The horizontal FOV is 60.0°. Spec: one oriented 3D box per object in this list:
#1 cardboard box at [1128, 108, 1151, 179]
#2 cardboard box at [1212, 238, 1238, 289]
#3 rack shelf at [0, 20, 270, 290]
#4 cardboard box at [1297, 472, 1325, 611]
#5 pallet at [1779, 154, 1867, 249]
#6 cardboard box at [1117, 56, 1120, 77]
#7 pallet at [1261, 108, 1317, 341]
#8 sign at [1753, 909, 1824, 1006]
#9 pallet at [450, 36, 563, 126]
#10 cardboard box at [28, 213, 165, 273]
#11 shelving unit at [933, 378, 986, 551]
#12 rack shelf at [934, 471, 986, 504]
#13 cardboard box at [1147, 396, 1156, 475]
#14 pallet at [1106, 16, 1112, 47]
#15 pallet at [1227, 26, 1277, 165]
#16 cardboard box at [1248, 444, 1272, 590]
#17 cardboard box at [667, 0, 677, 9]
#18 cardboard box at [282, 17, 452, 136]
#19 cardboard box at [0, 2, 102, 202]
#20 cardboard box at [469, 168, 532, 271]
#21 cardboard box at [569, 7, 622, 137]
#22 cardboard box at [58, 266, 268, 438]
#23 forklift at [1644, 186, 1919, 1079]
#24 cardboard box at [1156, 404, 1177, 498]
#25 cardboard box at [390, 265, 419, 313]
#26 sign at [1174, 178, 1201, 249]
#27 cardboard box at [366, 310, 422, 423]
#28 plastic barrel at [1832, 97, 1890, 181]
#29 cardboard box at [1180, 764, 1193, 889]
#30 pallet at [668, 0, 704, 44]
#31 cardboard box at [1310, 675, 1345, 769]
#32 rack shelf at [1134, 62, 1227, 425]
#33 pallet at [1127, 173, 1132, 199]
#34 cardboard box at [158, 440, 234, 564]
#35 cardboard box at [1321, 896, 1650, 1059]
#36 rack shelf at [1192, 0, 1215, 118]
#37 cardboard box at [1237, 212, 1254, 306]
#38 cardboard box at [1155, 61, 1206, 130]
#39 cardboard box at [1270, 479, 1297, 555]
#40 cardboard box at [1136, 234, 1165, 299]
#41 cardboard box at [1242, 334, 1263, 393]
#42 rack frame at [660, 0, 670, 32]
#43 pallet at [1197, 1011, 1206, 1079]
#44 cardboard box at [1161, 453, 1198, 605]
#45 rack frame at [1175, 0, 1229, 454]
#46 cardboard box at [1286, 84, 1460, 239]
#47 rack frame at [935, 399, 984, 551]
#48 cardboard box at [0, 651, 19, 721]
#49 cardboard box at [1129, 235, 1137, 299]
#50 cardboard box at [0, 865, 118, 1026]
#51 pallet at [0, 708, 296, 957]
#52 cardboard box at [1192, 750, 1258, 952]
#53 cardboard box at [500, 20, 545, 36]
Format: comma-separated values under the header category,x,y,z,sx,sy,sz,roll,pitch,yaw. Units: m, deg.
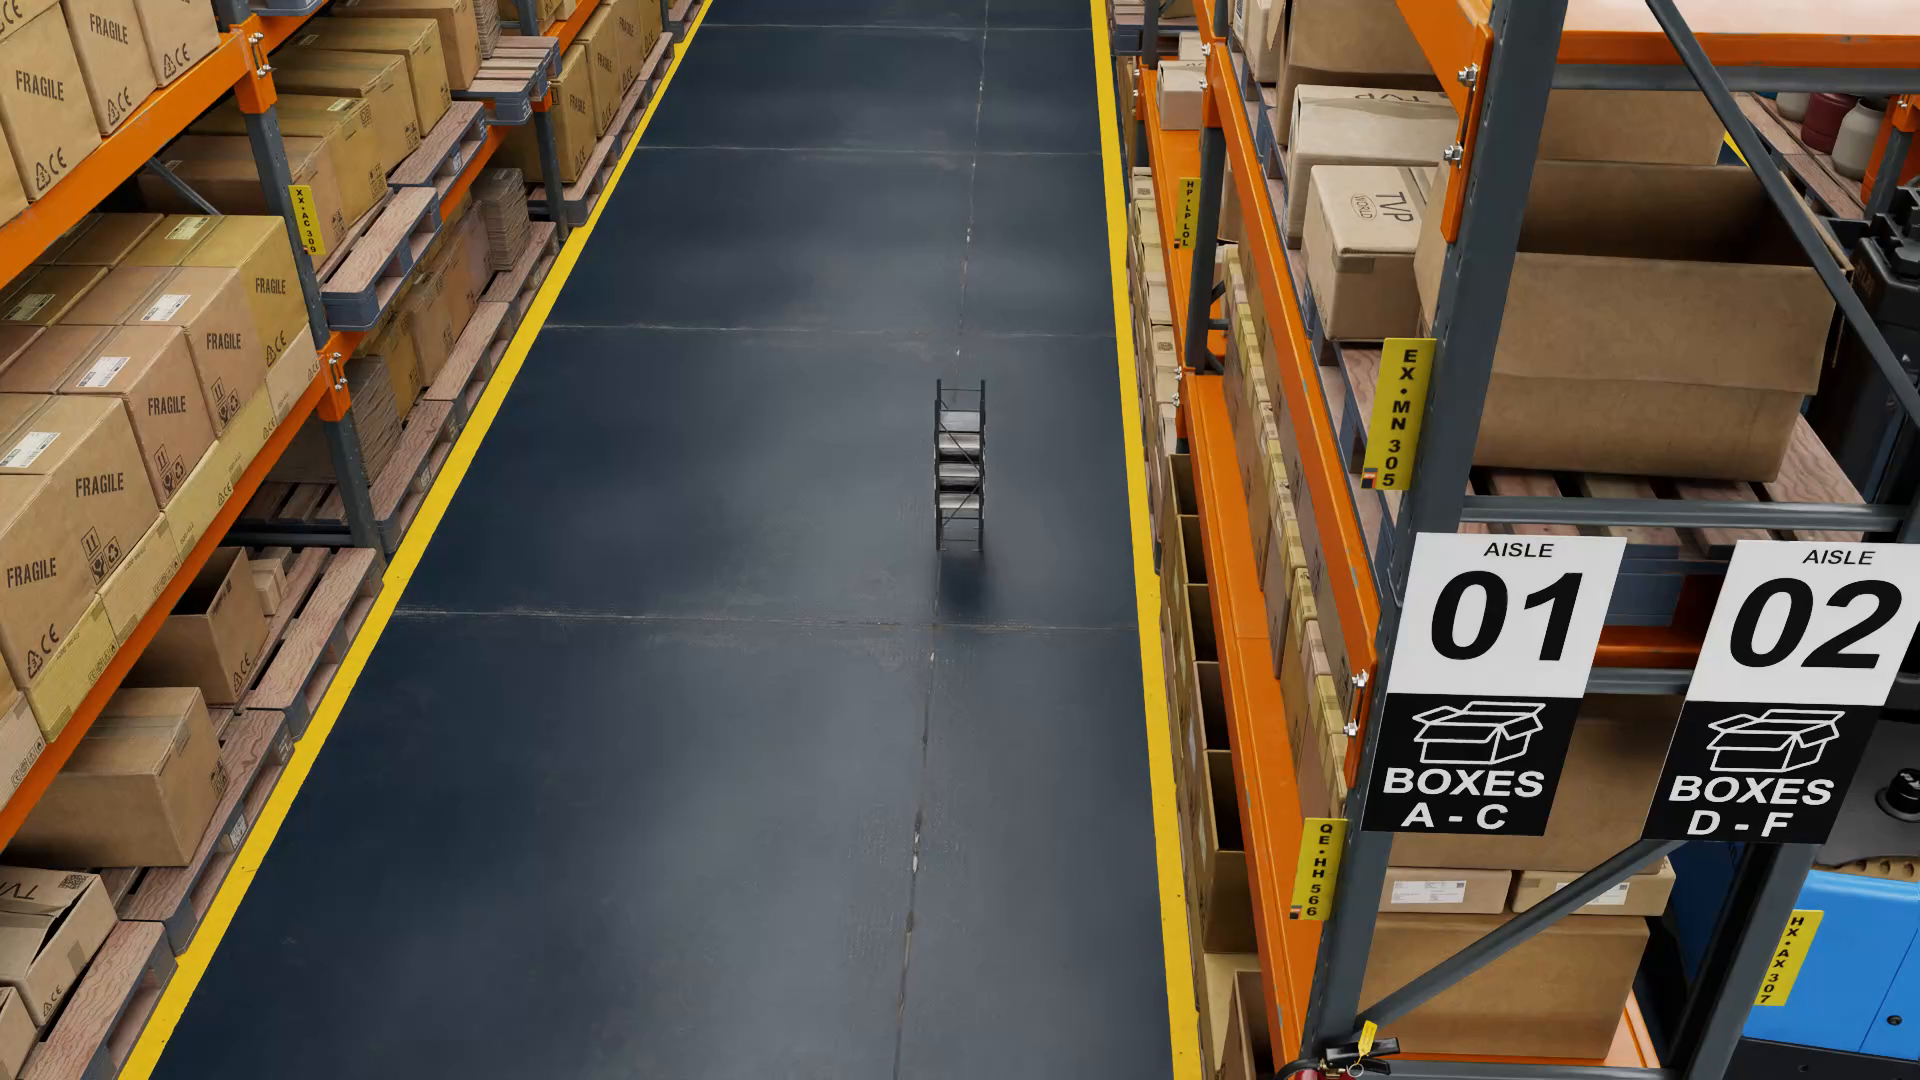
category,x,y,z,sx,sy,sz,roll,pitch,yaw
cardboard box,1.486,-2.950,12.076,0.500,0.500,0.500,3,35,4
cardboard box,1.374,-1.406,8.205,0.396,0.266,0.258,1,35,1
rack shelf,-3.508,-0.848,5.310,1.077,0.370,4.000,1,35,2
cardboard box,1.431,-0.116,5.036,0.700,0.500,0.500,1,35,2
pallet,6.622,-2.446,11.993,1.003,0.211,1.213,1,35,2
cardboard box,1.571,-4.126,13.750,0.500,0.500,0.500,2,35,3
pallet,1.462,-0.953,4.911,1.003,0.211,1.213,1,35,2
sign,1.916,0.976,3.876,0.100,0.325,0.005,1,35,2
pallet,-3.189,-2.872,10.340,1.213,0.211,1.003,1,35,2
cardboard box,-3.655,-1.052,7.045,0.500,0.500,0.500,1,35,1
shelving unit,0.000,-0.373,8.444,0.258,0.900,0.210,1,35,2
rack shelf,0.000,-0.272,8.515,0.258,0.077,0.200,1,35,2
cardboard box,1.272,-0.534,8.873,0.500,0.250,0.500,1,35,1
pallet,1.872,-4.802,15.344,1.003,0.211,1.213,1,35,2
pallet,1.514,-1.652,5.906,1.003,0.211,1.213,1,35,2
cardboard box,1.472,-0.146,6.208,0.700,0.500,0.500,2,35,3
cardboard box,-2.974,-5.237,15.347,0.700,0.500,0.500,2,35,2
cardboard box,-3.303,-2.596,9.312,0.700,0.500,0.500,1,35,2
cardboard box,-3.218,-1.435,5.416,0.500,0.500,0.500,0,35,0
cardboard box,-3.244,-2.105,10.873,0.700,0.500,0.500,2,35,3
cardboard box,-3.065,-3.577,12.681,0.750,0.750,0.750,1,35,2
cardboard box,-3.152,-0.752,6.618,0.500,0.500,0.500,1,35,2
forklift,3.332,-0.047,6.213,1.130,2.935,3.031,6,36,8
cardboard box,1.252,-0.467,8.290,0.500,0.311,0.500,1,35,2
cardboard box,-3.383,-1.503,9.365,0.500,0.250,0.500,0,35,1
sign,0.980,-1.400,7.141,0.100,0.325,0.005,1,35,2
cardboard box,-3.444,-0.943,9.220,0.700,0.500,0.500,1,35,1
plastic barrel,6.568,-2.895,12.005,0.421,0.512,0.421,0,35,0
cardboard box,1.136,1.123,6.516,0.500,0.250,0.500,1,35,2
pallet,-2.997,-4.954,15.562,1.003,0.211,1.213,1,35,2
cardboard box,1.206,0.519,4.698,0.380,0.149,0.250,1,35,1
rack shelf,1.603,-1.806,9.283,1.077,0.370,4.000,1,35,2
pallet,1.751,-2.537,12.122,1.003,0.211,1.213,1,35,2
cardboard box,-3.177,-0.156,6.422,0.500,0.250,0.500,1,35,2
cardboard box,1.393,1.038,4.524,0.700,0.500,0.500,1,35,2
rack shelf,1.603,-3.034,8.421,1.077,0.370,4.000,1,35,2
cardboard box,1.511,-1.268,6.676,0.700,0.500,0.500,1,35,2
cardboard box,1.454,-2.704,10.012,0.500,0.311,0.500,1,35,1
cardboard box,1.247,-0.075,5.543,0.380,0.149,0.250,1,35,1
cardboard box,1.333,-1.637,9.955,0.500,0.311,0.500,0,35,1
cardboard box,1.290,-0.665,6.382,0.380,0.149,0.250,1,35,1
rack frame,-3.106,-5.660,14.141,1.000,3.000,0.127,1,35,2
pallet,1.351,2.047,5.600,1.003,0.211,1.213,1,35,2
cardboard box,1.191,-0.046,7.527,0.500,0.500,0.500,1,35,2
rack frame,1.522,-0.952,7.441,1.000,3.000,0.127,1,35,2
cardboard box,1.167,-1.061,4.578,0.500,0.311,0.500,5,35,7
rack frame,-0.004,-0.314,8.360,0.240,0.900,0.006,1,35,2
cardboard box,-3.239,0.429,4.937,0.500,0.500,0.500,1,35,2
cardboard box,1.349,-1.714,10.552,0.500,0.250,0.500,0,35,1
cardboard box,-3.447,1.431,6.006,0.500,0.311,0.500,4,35,6
pallet,-3.465,1.166,6.853,1.003,0.211,1.213,1,35,2
cardboard box,1.111,1.103,5.892,0.500,0.500,0.500,1,35,2
cardboard box,-3.022,-3.451,11.199,0.380,0.149,0.250,1,35,1
